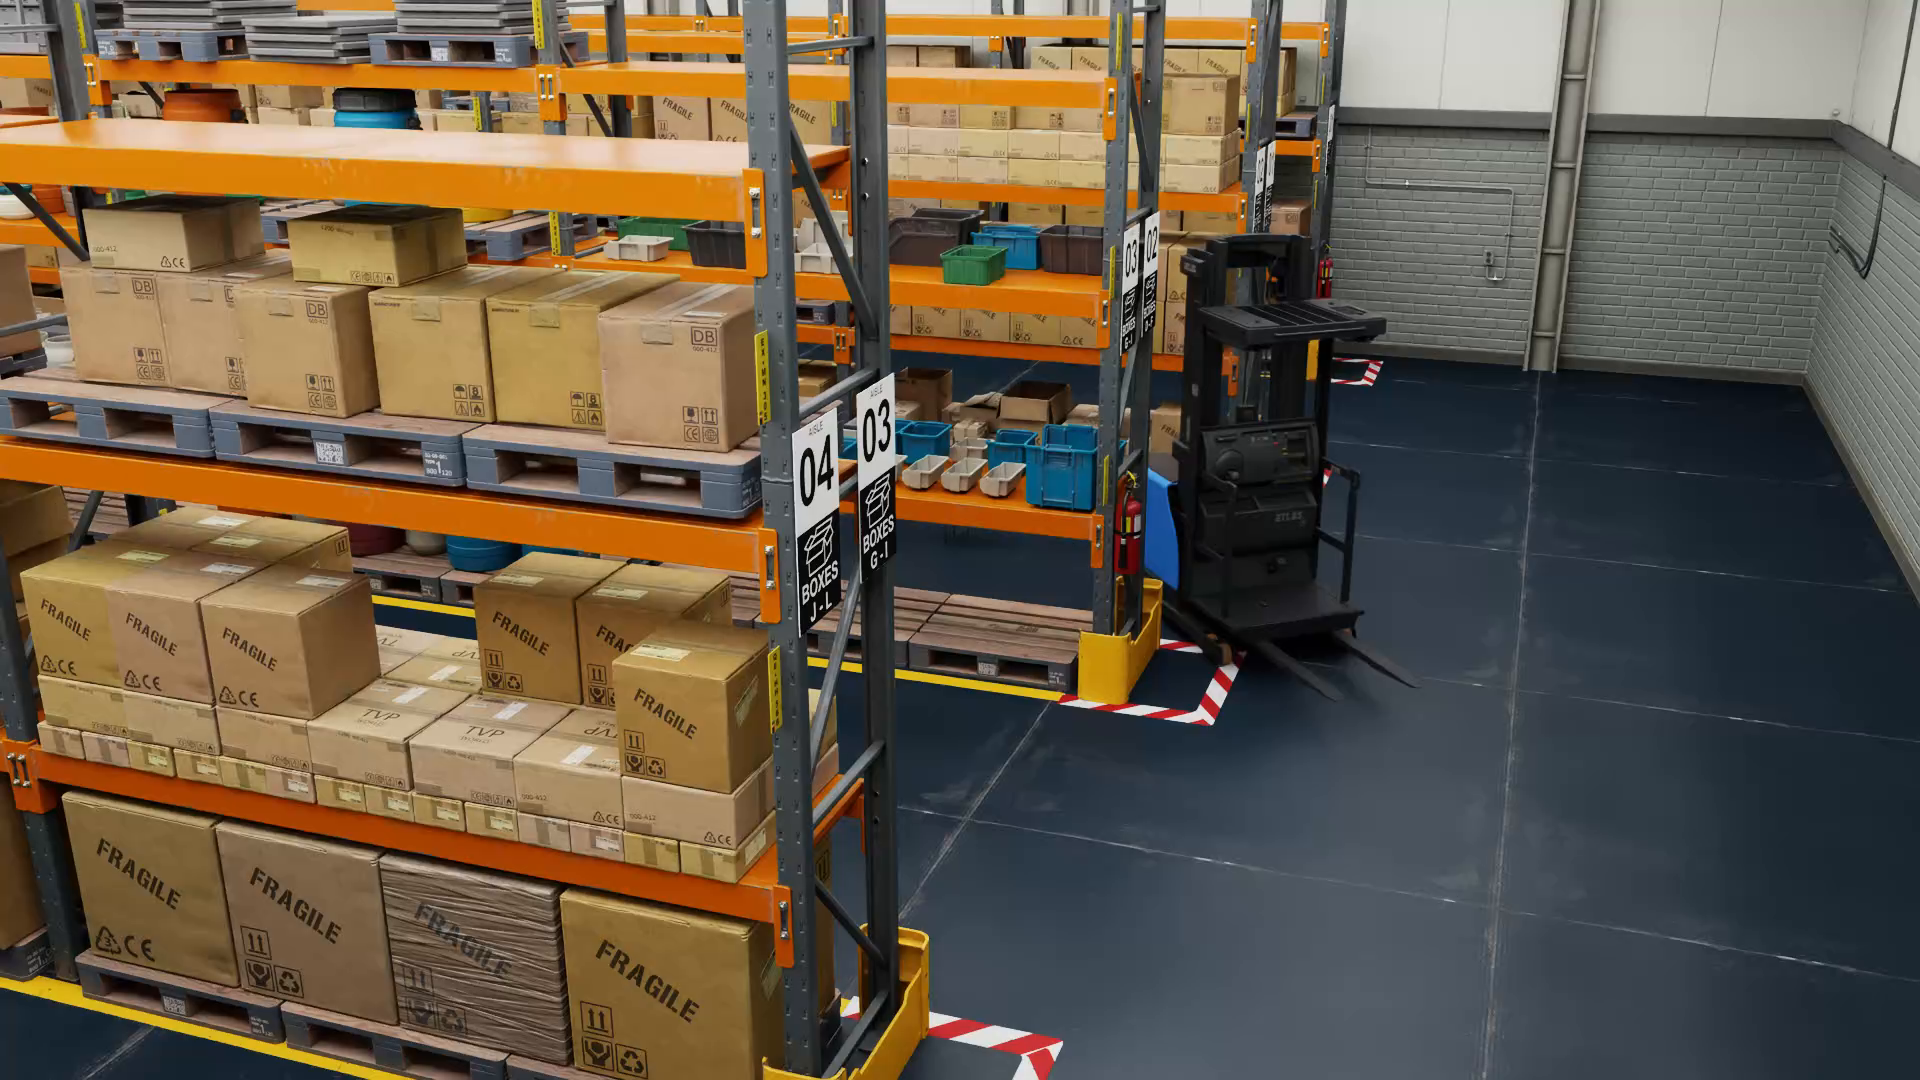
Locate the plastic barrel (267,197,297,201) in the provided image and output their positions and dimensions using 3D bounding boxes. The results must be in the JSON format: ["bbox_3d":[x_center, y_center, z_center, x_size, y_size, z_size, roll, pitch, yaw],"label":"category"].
[{"bbox_3d":[-5.375,-2.826,13.141,0.301,0.262,0.301,0,19,0],"label":"plastic barrel"}]

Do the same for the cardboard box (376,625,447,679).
[{"bbox_3d":[-2.808,0.632,7.982,0.500,0.250,0.500,7,20,19],"label":"cardboard box"}]

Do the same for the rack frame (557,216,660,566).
[{"bbox_3d":[-2.657,-0.915,12.644,0.127,3.000,1.000,7,20,18],"label":"rack frame"}]

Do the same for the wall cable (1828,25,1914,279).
[{"bbox_3d":[9.598,-4.208,17.693,0.112,2.526,3.097,7,20,18],"label":"wall cable"}]

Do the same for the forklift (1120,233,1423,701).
[{"bbox_3d":[2.268,-0.628,11.925,1.130,2.935,3.031,-7,20,-18],"label":"forklift"}]

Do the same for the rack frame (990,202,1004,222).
[{"bbox_3d":[0.594,-3.995,21.480,0.127,3.000,1.000,7,20,18],"label":"rack frame"}]

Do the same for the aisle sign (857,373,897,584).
[{"bbox_3d":[-0.338,-0.256,6.803,0.004,0.787,0.394,7,20,18],"label":"aisle sign"}]

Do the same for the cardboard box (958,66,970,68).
[{"bbox_3d":[-0.201,-5.796,21.269,0.500,0.500,0.700,5,20,15],"label":"cardboard box"}]

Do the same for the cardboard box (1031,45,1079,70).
[{"bbox_3d":[1.175,-5.776,20.331,0.500,0.500,0.500,6,20,18],"label":"cardboard box"}]

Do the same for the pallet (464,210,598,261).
[{"bbox_3d":[-3.430,-2.296,12.337,1.003,0.211,1.213,7,20,18],"label":"pallet"}]

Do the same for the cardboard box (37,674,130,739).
[{"bbox_3d":[-3.925,0.688,7.822,0.500,0.250,0.500,6,20,17],"label":"cardboard box"}]

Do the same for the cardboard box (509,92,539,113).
[{"bbox_3d":[-4.397,-4.773,17.485,0.500,0.500,0.500,7,20,18],"label":"cardboard box"}]

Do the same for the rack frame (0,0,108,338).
[{"bbox_3d":[-4.283,-2.208,7.238,0.127,3.000,1.000,7,20,18],"label":"rack frame"}]

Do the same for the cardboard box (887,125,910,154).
[{"bbox_3d":[-0.651,-3.906,16.137,0.500,0.250,0.500,7,20,18],"label":"cardboard box"}]

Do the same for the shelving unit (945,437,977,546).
[{"bbox_3d":[0.008,-0.424,14.426,0.210,0.900,0.258,7,20,18],"label":"shelving unit"}]

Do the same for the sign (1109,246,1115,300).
[{"bbox_3d":[0.956,-1.677,10.432,0.005,0.325,0.100,7,20,18],"label":"sign"}]

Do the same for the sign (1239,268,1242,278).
[{"bbox_3d":[2.549,-2.548,15.090,0.005,0.325,0.100,7,20,18],"label":"sign"}]

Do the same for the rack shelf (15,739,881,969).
[{"bbox_3d":[-2.394,1.181,7.724,4.000,0.370,1.077,7,20,18],"label":"rack shelf"}]

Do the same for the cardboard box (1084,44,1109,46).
[{"bbox_3d":[1.818,-5.882,20.634,0.500,0.500,0.500,6,20,16],"label":"cardboard box"}]

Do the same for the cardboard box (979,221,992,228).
[{"bbox_3d":[0.019,-2.945,16.798,0.500,0.500,0.500,6,20,17],"label":"cardboard box"}]

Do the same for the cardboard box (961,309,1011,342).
[{"bbox_3d":[0.320,-2.253,16.330,0.500,0.500,0.500,6,20,18],"label":"cardboard box"}]

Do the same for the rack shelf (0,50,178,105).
[{"bbox_3d":[-8.325,-3.867,13.700,4.000,0.370,1.077,7,20,18],"label":"rack shelf"}]

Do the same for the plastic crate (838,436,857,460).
[{"bbox_3d":[-0.903,-0.574,11.829,0.300,0.233,0.416,7,20,18],"label":"plastic crate"}]

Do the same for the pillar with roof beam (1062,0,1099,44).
[{"bbox_3d":[0.126,-5.683,17.208,0.400,9.000,9.100,7,20,18],"label":"pillar with roof beam"}]

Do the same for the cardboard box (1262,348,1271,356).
[{"bbox_3d":[3.678,-2.626,20.711,0.500,0.500,0.700,7,20,18],"label":"cardboard box"}]

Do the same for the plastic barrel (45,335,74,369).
[{"bbox_3d":[-7.478,-1.444,13.993,0.421,0.512,0.421,0,19,0],"label":"plastic barrel"}]

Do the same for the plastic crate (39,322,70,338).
[{"bbox_3d":[-7.862,-1.647,14.646,0.583,0.464,0.402,7,20,18],"label":"plastic crate"}]

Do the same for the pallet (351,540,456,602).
[{"bbox_3d":[-4.529,0.174,13.755,1.213,0.211,1.003,7,20,18],"label":"pallet"}]

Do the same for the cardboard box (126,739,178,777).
[{"bbox_3d":[-3.615,0.936,7.716,0.250,0.149,0.380,7,20,20],"label":"cardboard box"}]

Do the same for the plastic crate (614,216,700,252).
[{"bbox_3d":[-2.158,-2.279,12.323,0.662,0.188,0.450,7,20,18],"label":"plastic crate"}]

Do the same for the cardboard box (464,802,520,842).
[{"bbox_3d":[-1.914,1.130,7.159,0.250,0.149,0.380,6,20,17],"label":"cardboard box"}]

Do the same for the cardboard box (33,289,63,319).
[{"bbox_3d":[-10.981,-2.774,20.378,0.500,0.500,0.500,7,20,18],"label":"cardboard box"}]

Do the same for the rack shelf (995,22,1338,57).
[{"bbox_3d":[2.483,-6.083,20.057,4.000,0.370,1.077,7,20,18],"label":"rack shelf"}]

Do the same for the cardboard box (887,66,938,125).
[{"bbox_3d":[-0.556,-4.350,16.269,0.500,0.500,0.700,7,20,18],"label":"cardboard box"}]

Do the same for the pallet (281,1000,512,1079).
[{"bbox_3d":[-2.434,2.180,8.003,1.213,0.211,1.003,7,20,18],"label":"pallet"}]

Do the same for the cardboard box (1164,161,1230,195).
[{"bbox_3d":[2.178,-3.342,15.276,0.500,0.250,0.500,7,20,18],"label":"cardboard box"}]

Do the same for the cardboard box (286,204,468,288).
[{"bbox_3d":[-2.409,-1.227,6.902,0.500,0.250,0.500,6,20,16],"label":"cardboard box"}]

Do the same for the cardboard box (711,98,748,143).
[{"bbox_3d":[-2.119,-4.306,16.874,0.600,0.600,0.600,6,20,17],"label":"cardboard box"}]

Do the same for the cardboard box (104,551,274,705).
[{"bbox_3d":[-3.452,0.388,7.542,0.500,0.500,0.500,7,20,18],"label":"cardboard box"}]

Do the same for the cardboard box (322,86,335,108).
[{"bbox_3d":[-9.007,-6.475,23.856,0.500,0.500,0.500,8,21,21],"label":"cardboard box"}]

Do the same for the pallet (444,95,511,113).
[{"bbox_3d":[-6.415,-6.087,23.210,1.003,0.211,1.213,7,20,18],"label":"pallet"}]

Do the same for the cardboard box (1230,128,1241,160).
[{"bbox_3d":[2.350,-3.741,15.661,0.500,0.250,0.500,7,20,18],"label":"cardboard box"}]

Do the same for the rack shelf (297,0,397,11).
[{"bbox_3d":[-8.852,-7.567,23.711,4.000,0.370,1.077,7,20,18],"label":"rack shelf"}]

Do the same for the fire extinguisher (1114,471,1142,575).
[{"bbox_3d":[1.114,-0.113,11.026,0.183,0.674,0.296,7,20,18],"label":"fire extinguisher"}]

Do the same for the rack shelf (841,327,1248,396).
[{"bbox_3d":[0.861,-1.899,16.559,4.000,0.370,1.077,7,20,18],"label":"rack shelf"}]

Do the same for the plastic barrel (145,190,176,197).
[{"bbox_3d":[-6.629,-2.945,13.741,0.421,0.512,0.421,0,19,0],"label":"plastic barrel"}]

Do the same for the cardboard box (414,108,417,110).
[{"bbox_3d":[-6.292,-4.578,18.186,0.500,0.250,0.500,6,20,17],"label":"cardboard box"}]

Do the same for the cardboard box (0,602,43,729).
[{"bbox_3d":[-4.814,0.612,8.110,0.500,0.500,0.500,7,20,18],"label":"cardboard box"}]

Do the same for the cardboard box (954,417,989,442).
[{"bbox_3d":[0.118,-1.121,16.872,0.250,0.166,0.380,7,20,18],"label":"cardboard box"}]

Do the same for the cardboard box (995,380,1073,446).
[{"bbox_3d":[0.748,-1.282,16.822,0.637,0.503,0.797,7,20,18],"label":"cardboard box"}]
